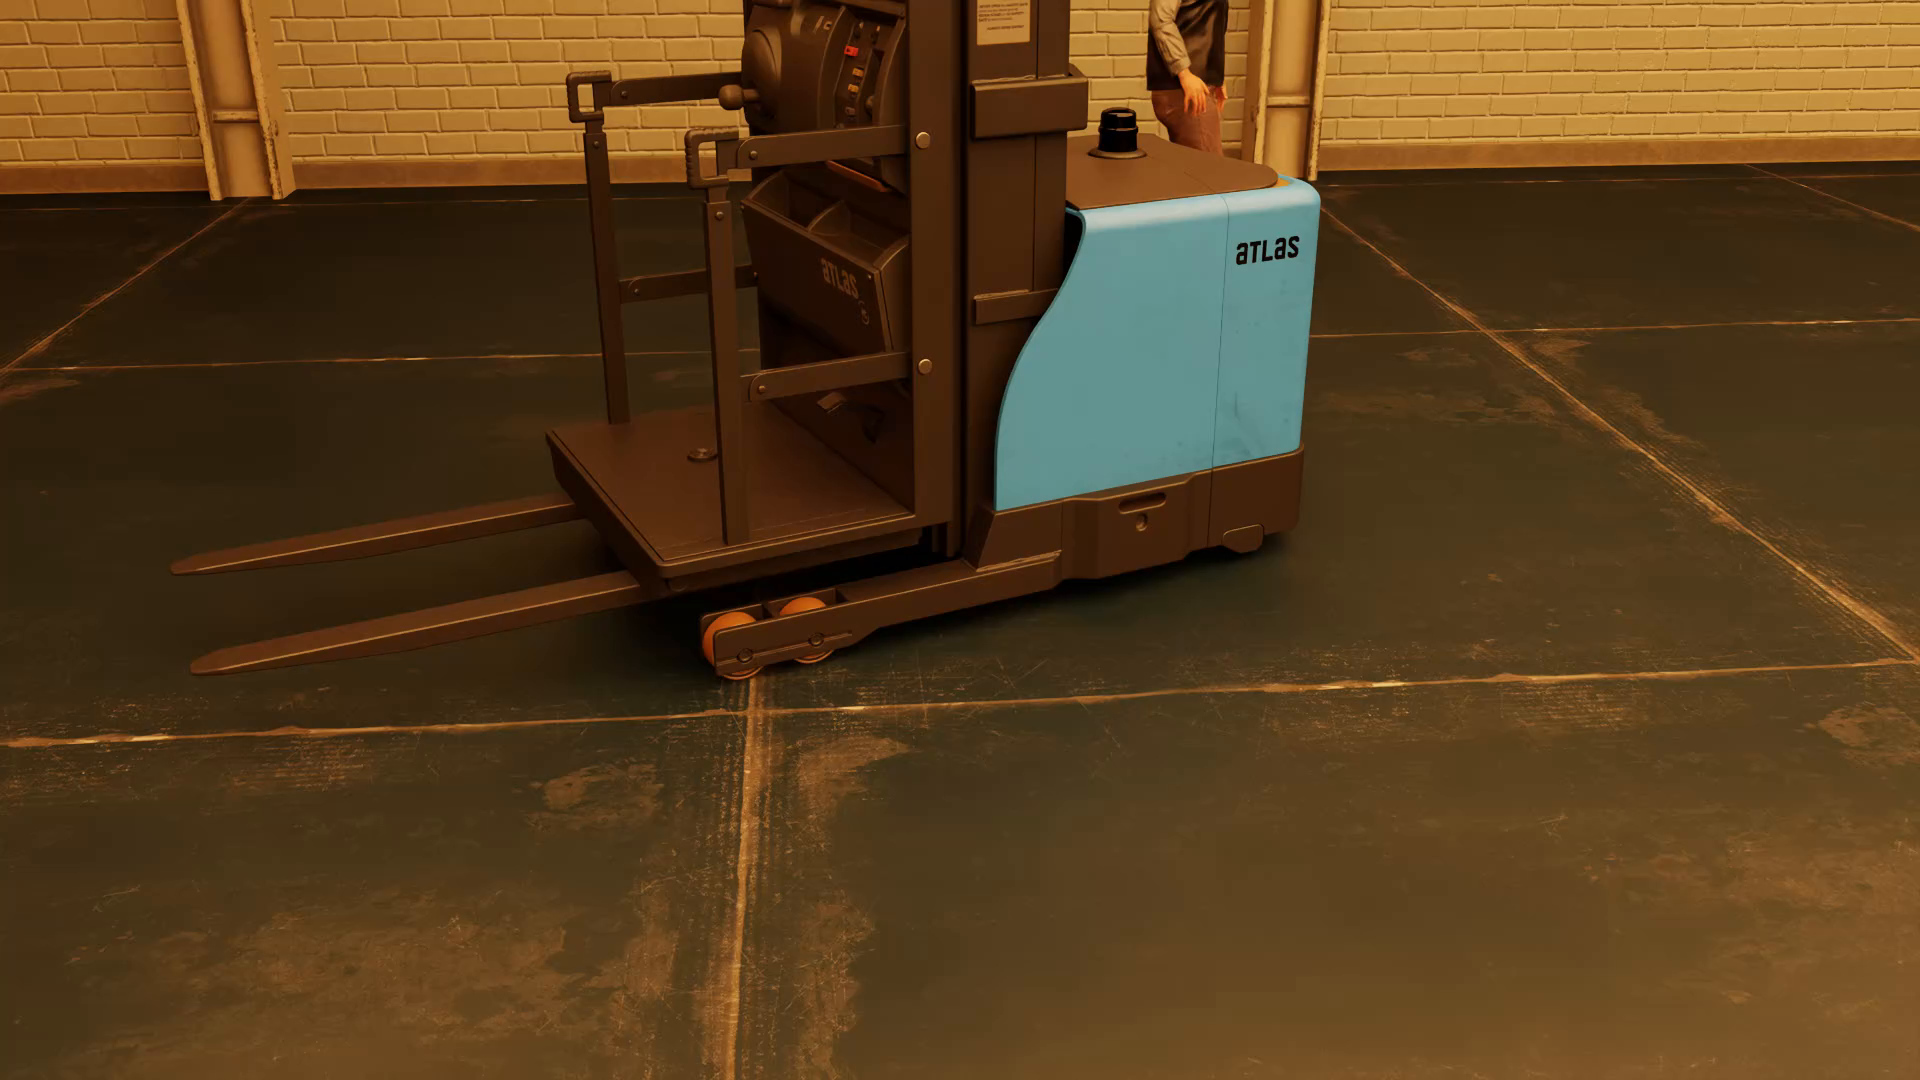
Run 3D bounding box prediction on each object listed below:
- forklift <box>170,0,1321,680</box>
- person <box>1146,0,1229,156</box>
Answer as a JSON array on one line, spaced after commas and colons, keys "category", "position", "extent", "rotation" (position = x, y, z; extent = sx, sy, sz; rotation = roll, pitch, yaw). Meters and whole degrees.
[{"category": "forklift", "position": [-0.541, -1.232, 4.160], "extent": [3.031, 2.935, 1.130], "rotation": [-12, 26, -25]}, {"category": "person", "position": [1.092, -2.003, 7.464], "extent": [0.515, 1.705, 0.733], "rotation": [4, 24, 8]}]
